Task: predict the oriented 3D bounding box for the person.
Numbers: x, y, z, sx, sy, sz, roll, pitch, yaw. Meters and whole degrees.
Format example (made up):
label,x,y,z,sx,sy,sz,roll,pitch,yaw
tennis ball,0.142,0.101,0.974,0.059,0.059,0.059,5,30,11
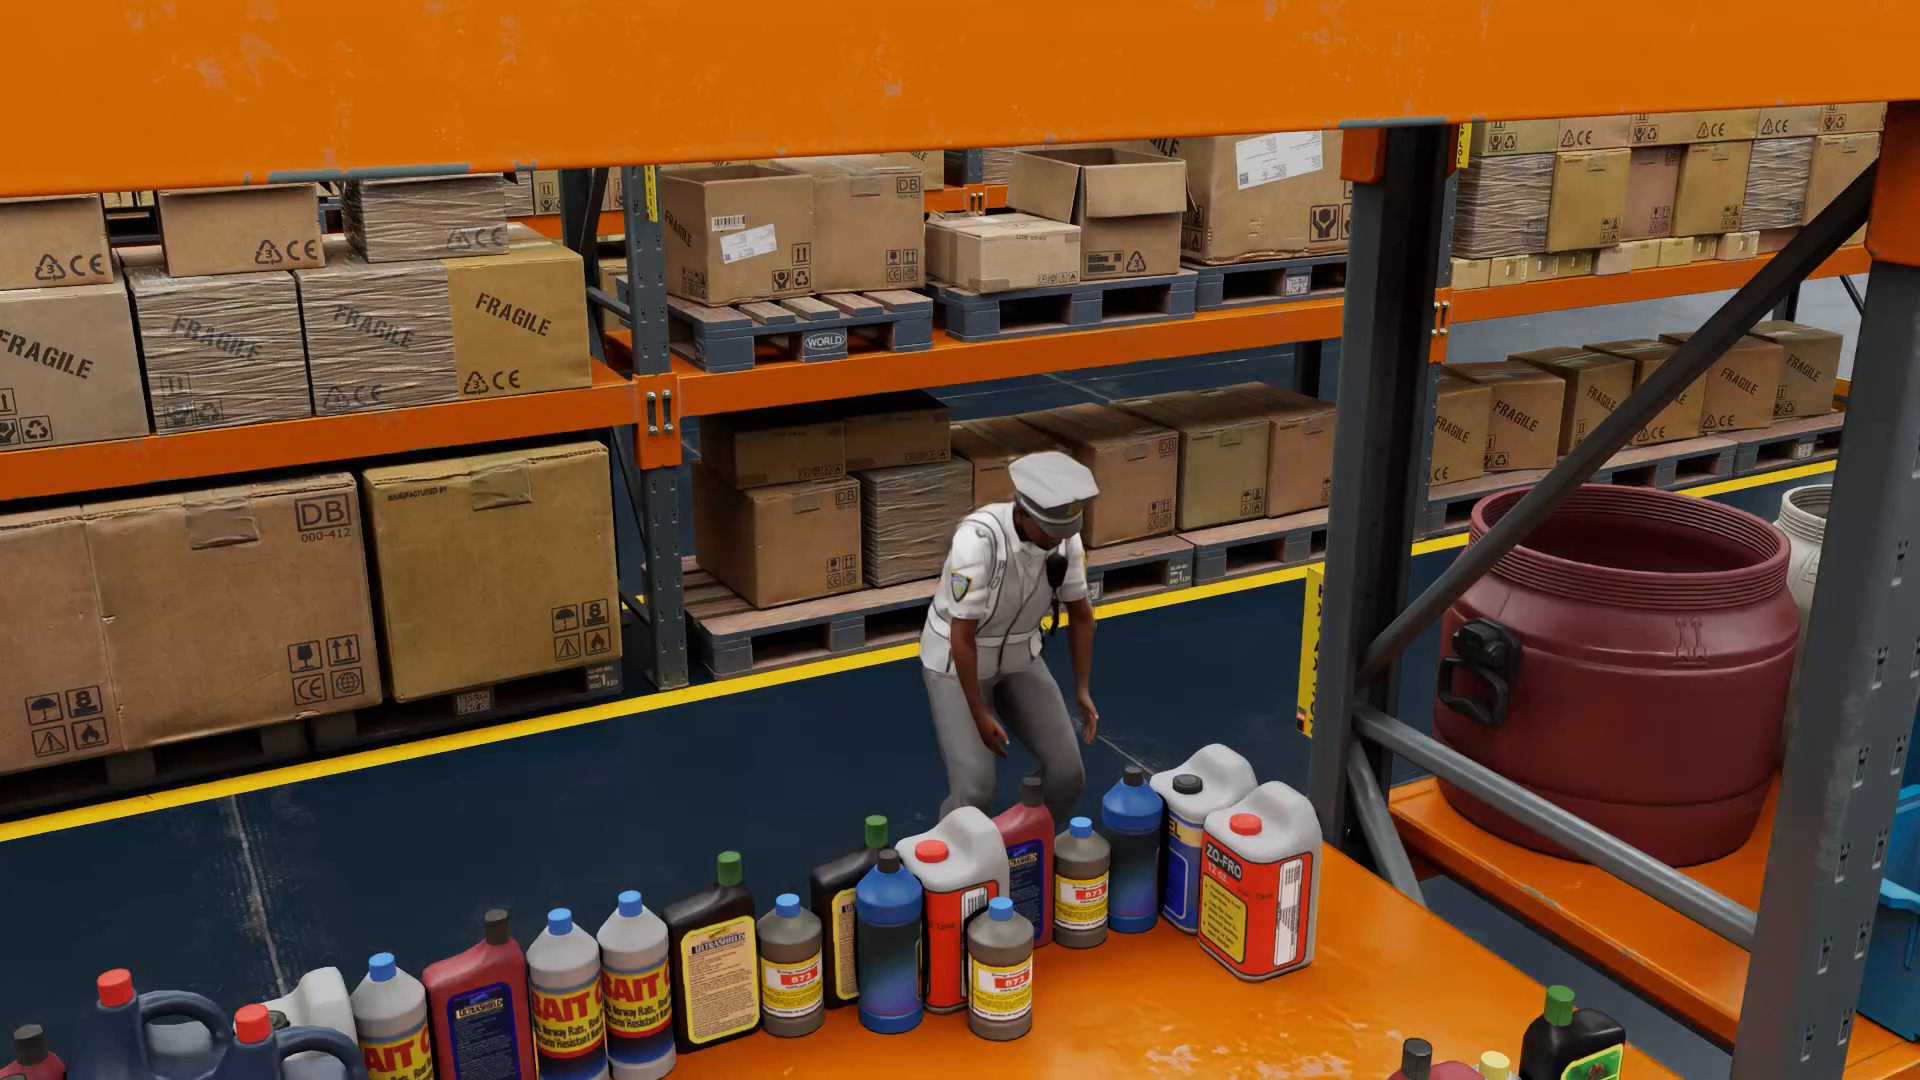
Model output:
label,x,y,z,sx,sy,sz,roll,pitch,yaw
person,0.168,0.431,5.075,0.490,1.487,0.628,-9,21,-26
